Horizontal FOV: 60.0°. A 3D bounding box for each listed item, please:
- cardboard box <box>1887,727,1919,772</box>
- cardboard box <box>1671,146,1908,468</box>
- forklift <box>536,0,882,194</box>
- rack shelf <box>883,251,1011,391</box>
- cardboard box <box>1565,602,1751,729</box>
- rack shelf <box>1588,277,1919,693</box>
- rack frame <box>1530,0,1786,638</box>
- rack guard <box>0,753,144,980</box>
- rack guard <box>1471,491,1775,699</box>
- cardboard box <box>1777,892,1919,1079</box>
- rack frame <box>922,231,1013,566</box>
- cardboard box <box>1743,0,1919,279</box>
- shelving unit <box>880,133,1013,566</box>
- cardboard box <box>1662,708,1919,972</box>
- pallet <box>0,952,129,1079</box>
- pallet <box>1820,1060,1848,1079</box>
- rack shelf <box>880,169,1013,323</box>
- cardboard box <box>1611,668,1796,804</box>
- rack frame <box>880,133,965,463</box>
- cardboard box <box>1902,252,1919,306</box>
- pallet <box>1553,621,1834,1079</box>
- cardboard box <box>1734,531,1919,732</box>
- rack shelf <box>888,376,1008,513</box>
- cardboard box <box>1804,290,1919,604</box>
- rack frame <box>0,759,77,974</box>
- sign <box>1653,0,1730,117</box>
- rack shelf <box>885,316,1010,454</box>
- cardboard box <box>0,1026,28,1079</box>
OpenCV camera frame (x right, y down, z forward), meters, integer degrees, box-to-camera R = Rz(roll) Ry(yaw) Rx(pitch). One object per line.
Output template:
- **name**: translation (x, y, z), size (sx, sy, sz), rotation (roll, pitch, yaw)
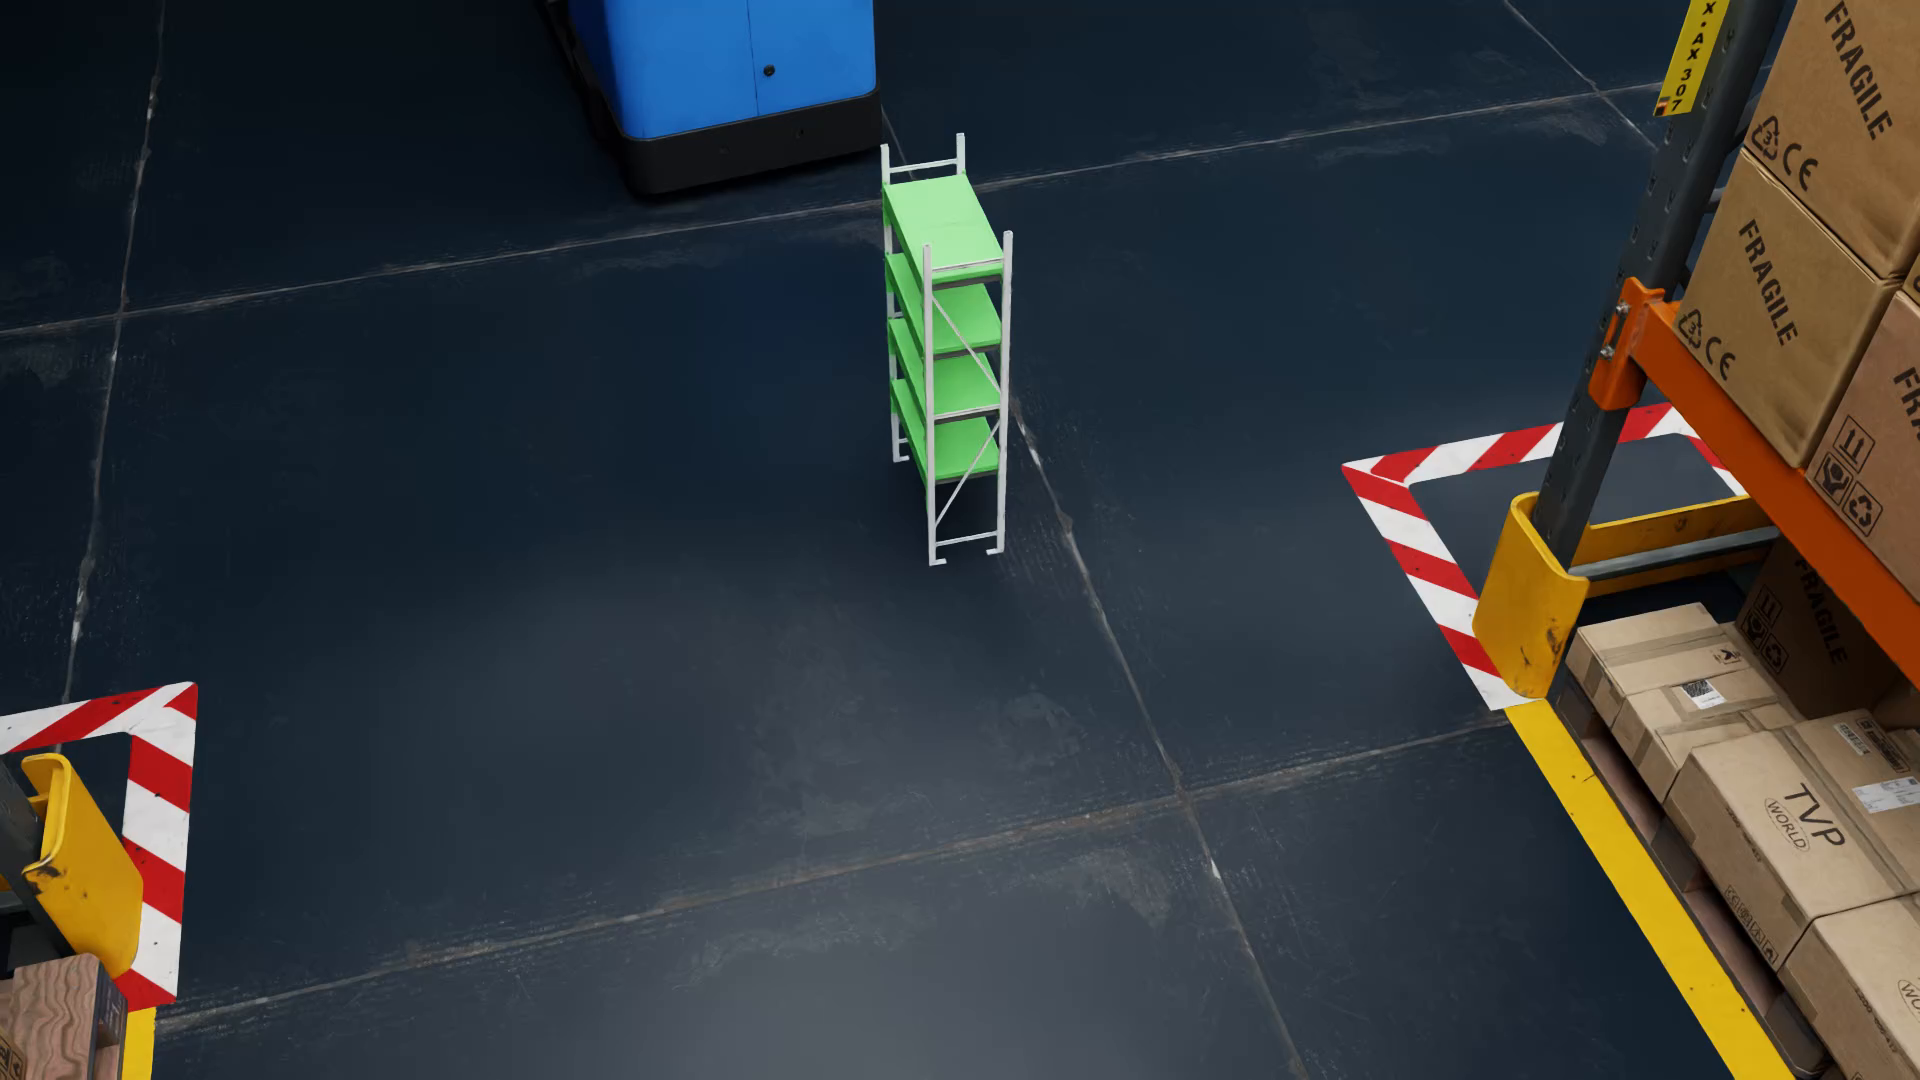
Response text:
- **cardboard box**: translation (2.505, 0.605, 4.232), size (0.380, 0.166, 0.250), rotation (-11, 47, -10)
- **cardboard box**: translation (1.970, -0.539, 3.608), size (0.500, 0.500, 0.500), rotation (-10, 46, -9)
- **forklift**: translation (-1.325, -3.440, 6.569), size (1.130, 2.935, 3.031), rotation (-16, 48, -15)
- **rack shelf**: translation (-0.042, -0.658, 4.808), size (0.258, 0.148, 0.480), rotation (-11, 47, -10)
- **cardboard box**: translation (1.886, 0.337, 4.507), size (0.380, 0.149, 0.250), rotation (-11, 47, -10)
- **rack shelf**: translation (2.623, 0.774, 2.895), size (1.077, 0.370, 4.000), rotation (-11, 47, -10)
- **rack frame**: translation (2.111, -0.859, 3.991), size (1.000, 3.000, 0.127), rotation (-11, 47, -10)
- **rack guard**: translation (-2.682, 0.908, 4.010), size (1.175, 0.500, 0.348), rotation (-11, 47, -10)
- **rack guard**: translation (2.131, 0.069, 4.833), size (1.175, 0.500, 0.348), rotation (-11, 47, -10)
- **cardboard box**: translation (2.232, 1.067, 3.721), size (0.500, 0.250, 0.500), rotation (-11, 47, -10)
- **rack frame**: translation (0.020, -0.366, 4.768), size (0.240, 1.200, 0.015), rotation (-11, 47, -10)
- **cardboard box**: translation (1.970, -0.889, 3.251), size (0.500, 0.500, 0.500), rotation (-9, 46, -9)
- **shelving unit**: translation (-0.042, -0.534, 4.933), size (0.258, 1.200, 0.503), rotation (-11, 47, -10)
- **cardboard box**: translation (2.104, 0.722, 4.059), size (0.500, 0.250, 0.500), rotation (-11, 47, -10)
- **pallet**: translation (-2.396, 1.563, 3.570), size (1.003, 0.211, 1.213), rotation (-11, 47, -10)
- **pallet**: translation (2.645, 1.561, 3.573), size (1.003, 0.211, 1.213), rotation (-11, 47, -10)
- **rack shelf**: translation (-0.042, -0.825, 4.636), size (0.258, 0.148, 0.480), rotation (-11, 47, -10)
- **cardboard box**: translation (1.950, 0.504, 4.332), size (0.380, 0.166, 0.250), rotation (-11, 47, -10)
- **rack frame**: translation (-0.105, -0.703, 5.099), size (0.240, 1.200, 0.015), rotation (-11, 47, -10)
- **cardboard box**: translation (2.111, -0.530, 2.899), size (0.500, 0.500, 0.500), rotation (-10, 46, -10)
- **pallet**: translation (2.336, 0.720, 4.397), size (1.003, 0.211, 1.213), rotation (-11, 47, -10)
- **cardboard box**: translation (2.489, 0.193, 4.403), size (0.500, 0.500, 0.500), rotation (-11, 47, -10)
- **rack shelf**: translation (-0.042, -0.322, 5.151), size (0.258, 0.148, 0.480), rotation (-11, 47, -10)
- **cardboard box**: translation (2.107, -0.184, 3.260), size (0.500, 0.500, 0.500), rotation (-11, 47, -11)
- **rack frame**: translation (-2.676, 0.050, 3.101), size (1.000, 3.000, 0.127), rotation (-11, 47, -10)
- **sign**: translation (1.587, -1.062, 3.585), size (0.100, 0.325, 0.005), rotation (-11, 47, -10)
- **rack shelf**: translation (-0.042, -0.490, 4.979), size (0.258, 0.148, 0.480), rotation (-11, 47, -10)
- **cardboard box**: translation (-2.400, 1.243, 3.388), size (0.700, 0.500, 0.500), rotation (-11, 47, -10)
